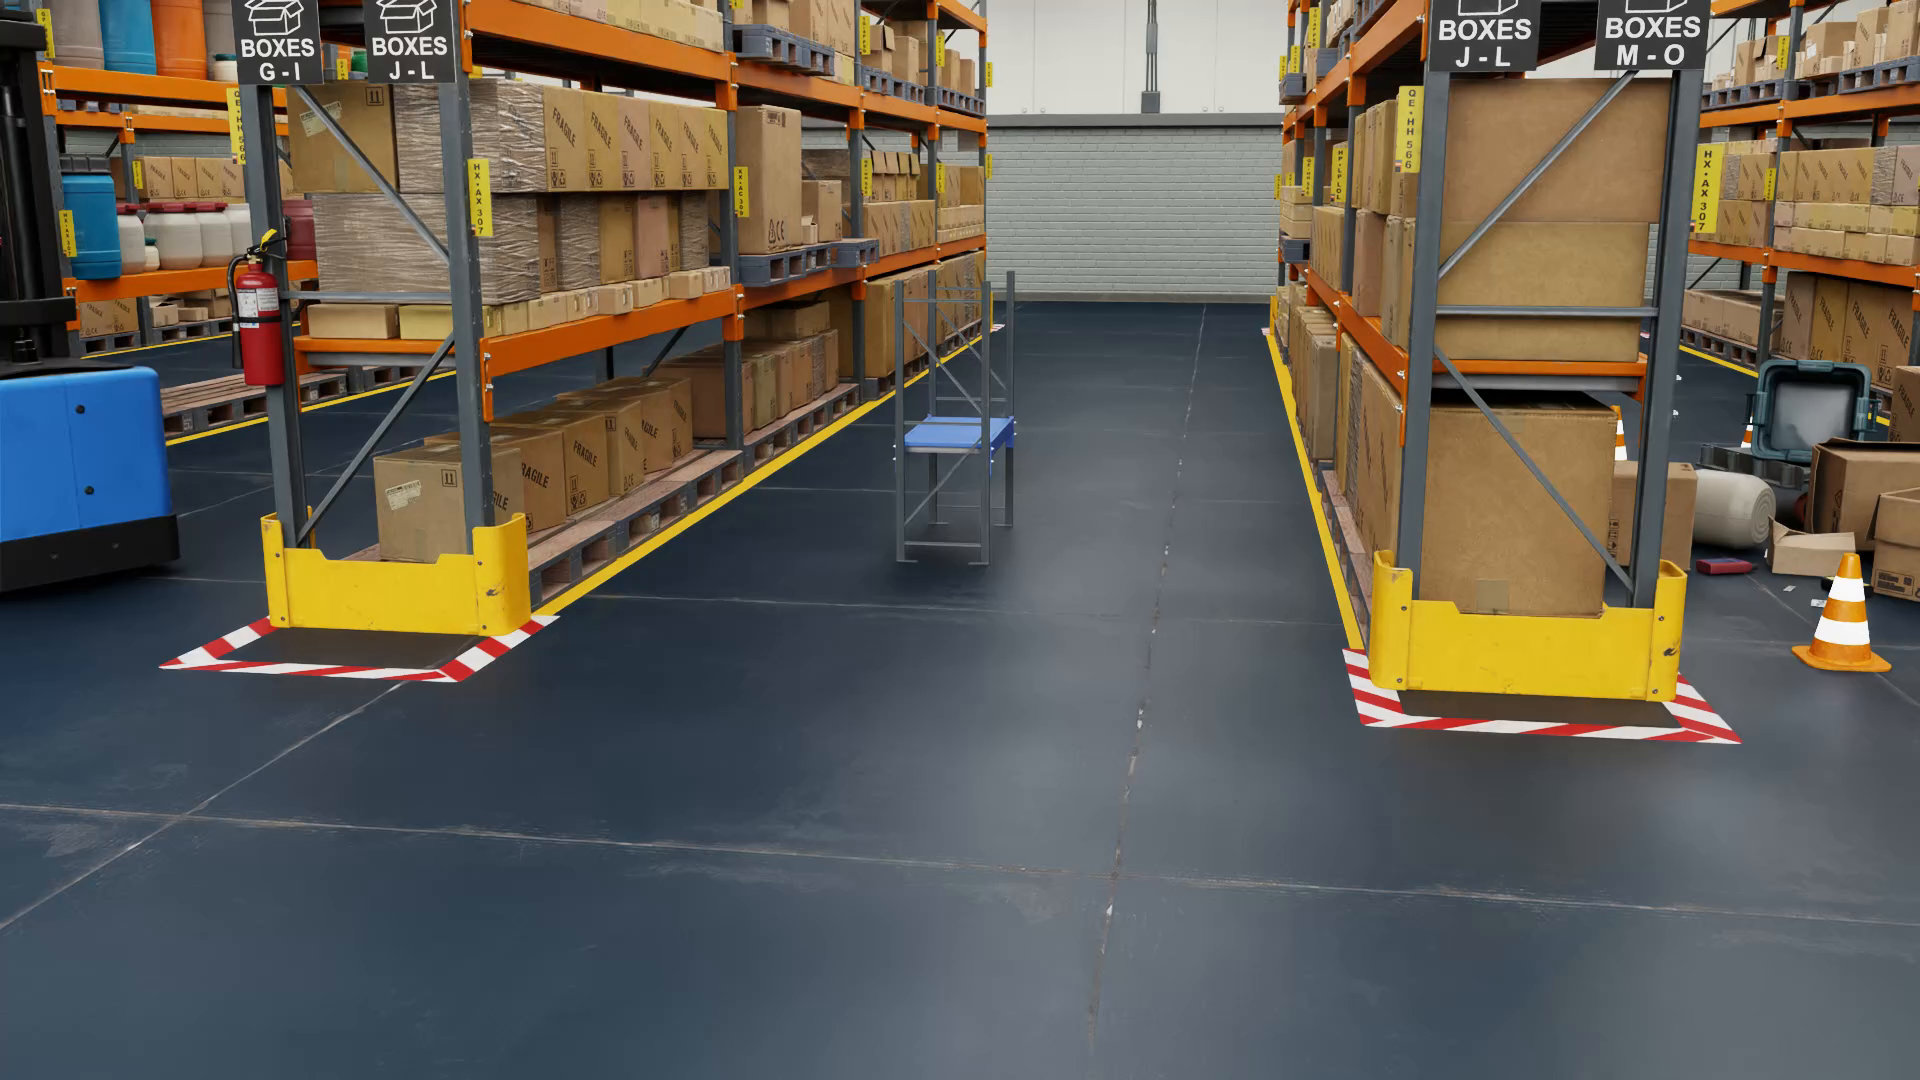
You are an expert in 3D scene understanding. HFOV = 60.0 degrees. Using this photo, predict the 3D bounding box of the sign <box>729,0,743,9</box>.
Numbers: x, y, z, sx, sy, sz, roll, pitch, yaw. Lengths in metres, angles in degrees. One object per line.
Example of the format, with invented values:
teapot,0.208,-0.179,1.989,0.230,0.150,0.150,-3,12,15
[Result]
sign,-1.454,-3.605,10.756,0.100,0.325,0.005,2,12,9

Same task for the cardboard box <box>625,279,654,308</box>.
cardboard box,-1.979,-1.413,9.528,0.380,0.149,0.250,2,12,9

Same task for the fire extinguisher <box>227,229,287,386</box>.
fire extinguisher,-3.080,-1.023,7.303,0.296,0.674,0.183,2,12,9

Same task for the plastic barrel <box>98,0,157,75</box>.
plastic barrel,-6.820,-4.159,13.363,0.600,0.901,0.708,2,12,9

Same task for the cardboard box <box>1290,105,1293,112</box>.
cardboard box,4.099,-5.099,19.270,0.500,0.250,0.500,2,12,8

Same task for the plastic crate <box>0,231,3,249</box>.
plastic crate,-7.113,-2.205,12.452,0.402,0.464,0.583,2,12,9

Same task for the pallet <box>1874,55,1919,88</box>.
pallet,8.462,-3.924,13.908,1.213,0.211,1.003,2,12,11

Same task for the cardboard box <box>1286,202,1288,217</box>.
cardboard box,3.332,-3.167,15.964,0.380,0.149,0.250,2,12,10

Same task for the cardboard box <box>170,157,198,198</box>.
cardboard box,-10.120,-4.623,21.216,0.500,0.500,0.500,1,12,7

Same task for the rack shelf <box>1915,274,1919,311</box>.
rack shelf,8.108,-1.646,11.718,1.077,0.370,4.000,2,12,9

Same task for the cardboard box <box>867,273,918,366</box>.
cardboard box,-1.105,-2.230,16.767,1.225,0.875,0.875,2,12,9

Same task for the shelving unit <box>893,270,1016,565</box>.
shelving unit,-0.013,-0.715,9.253,0.538,1.500,1.048,2,12,9

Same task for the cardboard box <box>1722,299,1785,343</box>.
cardboard box,9.371,-2.513,19.119,0.875,0.438,0.875,2,12,7

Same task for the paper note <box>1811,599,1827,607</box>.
paper note,4.191,0.302,8.025,0.144,0.017,0.142,7,14,28

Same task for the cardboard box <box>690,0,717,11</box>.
cardboard box,-1.756,-3.413,10.501,0.380,0.149,0.250,2,12,10

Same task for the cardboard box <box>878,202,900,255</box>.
cardboard box,-0.880,-3.090,16.476,0.500,0.500,0.500,2,12,8

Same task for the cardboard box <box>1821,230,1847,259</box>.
cardboard box,8.444,-2.772,15.594,0.500,0.250,0.500,2,12,8

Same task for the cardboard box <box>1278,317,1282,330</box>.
cardboard box,4.135,-2.668,20.521,0.380,0.149,0.250,1,12,6

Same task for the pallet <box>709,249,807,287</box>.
pallet,-1.730,-1.963,11.937,1.003,0.211,1.213,2,12,9

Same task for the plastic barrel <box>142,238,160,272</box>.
plastic barrel,-6.530,-2.266,13.215,0.301,0.262,0.301,0,12,0

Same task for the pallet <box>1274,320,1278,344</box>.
pallet,4.568,-2.672,21.389,1.003,0.211,1.213,2,12,9

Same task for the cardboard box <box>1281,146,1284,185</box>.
cardboard box,4.408,-4.817,21.407,0.500,0.500,0.500,2,12,8

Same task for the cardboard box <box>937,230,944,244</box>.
cardboard box,-0.387,-3.496,19.190,0.380,0.149,0.250,2,12,9

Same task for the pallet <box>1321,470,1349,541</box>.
pallet,2.700,-0.202,9.928,1.003,0.211,1.213,2,12,9

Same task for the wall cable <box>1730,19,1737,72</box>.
wall cable,10.985,-8.180,26.091,2.355,3.000,0.029,2,12,9

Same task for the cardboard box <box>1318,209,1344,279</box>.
cardboard box,2.941,-2.203,12.358,0.500,0.500,0.500,2,12,8

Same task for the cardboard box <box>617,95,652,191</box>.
cardboard box,-2.022,-2.171,9.129,0.500,0.500,0.500,2,12,9

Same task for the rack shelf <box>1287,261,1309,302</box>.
rack shelf,3.817,-2.618,16.228,1.077,0.370,4.000,2,12,9

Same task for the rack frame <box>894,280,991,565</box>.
rack frame,-0.091,-0.610,8.762,0.500,1.500,0.032,2,12,9

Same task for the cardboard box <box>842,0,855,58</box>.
cardboard box,-1.202,-4.387,14.186,0.500,0.500,0.500,2,12,10

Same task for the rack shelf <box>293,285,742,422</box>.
rack shelf,-2.299,-1.134,9.344,1.077,0.370,4.000,2,12,9

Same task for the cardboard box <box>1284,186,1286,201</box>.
cardboard box,3.451,-3.475,16.687,0.380,0.149,0.250,2,12,8

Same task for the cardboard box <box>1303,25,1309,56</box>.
cardboard box,3.757,-4.791,16.241,0.797,0.503,0.637,2,12,8

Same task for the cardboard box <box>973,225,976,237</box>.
cardboard box,0.007,-4.034,21.689,0.380,0.149,0.250,2,12,10

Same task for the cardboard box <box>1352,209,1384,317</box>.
cardboard box,2.588,-1.493,8.944,0.875,0.550,0.550,2,12,9

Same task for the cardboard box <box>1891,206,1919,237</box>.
cardboard box,8.239,-2.694,14.043,0.500,0.250,0.500,2,12,8

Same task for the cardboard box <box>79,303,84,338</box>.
cardboard box,-10.503,-2.563,19.157,0.500,0.500,0.500,2,12,9

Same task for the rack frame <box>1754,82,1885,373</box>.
rack frame,9.031,-3.247,17.438,1.000,3.000,0.127,2,12,9

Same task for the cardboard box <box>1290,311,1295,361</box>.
cardboard box,3.669,-2.114,17.118,0.500,0.500,0.500,2,12,11

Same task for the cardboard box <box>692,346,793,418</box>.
cardboard box,-1.698,-1.238,13.006,0.700,0.500,0.500,1,12,4

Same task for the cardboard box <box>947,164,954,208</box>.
cardboard box,-0.351,-4.200,19.732,0.500,0.500,0.500,2,12,9

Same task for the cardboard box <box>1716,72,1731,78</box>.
cardboard box,9.666,-5.630,20.498,0.500,0.250,0.500,1,12,3

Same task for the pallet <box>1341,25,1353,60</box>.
pallet,2.986,-3.286,10.954,0.805,0.209,1.217,1,12,6

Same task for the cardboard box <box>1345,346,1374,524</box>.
cardboard box,2.593,-0.571,9.068,0.875,0.875,0.875,2,12,9

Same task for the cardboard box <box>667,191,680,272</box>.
cardboard box,-2.233,-1.902,10.255,0.875,0.500,0.500,2,12,9

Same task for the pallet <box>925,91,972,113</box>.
pallet,-0.435,-5.414,20.585,1.003,0.211,1.213,2,12,9

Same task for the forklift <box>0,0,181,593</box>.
forklift,-5.565,-1.371,8.897,3.031,2.935,1.130,9,15,36

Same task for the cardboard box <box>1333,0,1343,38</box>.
cardboard box,3.025,-3.875,12.213,0.500,0.311,0.500,2,12,8

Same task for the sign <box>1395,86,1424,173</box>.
sign,1.745,-1.590,6.441,0.100,0.325,0.005,2,12,9

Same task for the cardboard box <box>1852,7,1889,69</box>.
cardboard box,8.400,-4.511,14.949,0.500,0.500,0.500,2,12,9

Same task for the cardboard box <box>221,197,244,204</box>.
cardboard box,-9.970,-4.352,22.331,0.500,0.500,0.500,2,12,8

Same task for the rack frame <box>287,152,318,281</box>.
rack frame,-9.934,-4.722,24.284,1.000,3.000,0.127,2,12,9

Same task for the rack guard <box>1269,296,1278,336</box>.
rack guard,4.728,-2.981,22.138,1.175,0.500,0.348,2,12,9

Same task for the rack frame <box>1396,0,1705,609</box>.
rack frame,2.279,-0.888,6.493,1.000,3.000,0.127,2,12,9

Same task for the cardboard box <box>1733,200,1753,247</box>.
cardboard box,8.923,-3.508,18.412,0.500,0.500,0.500,2,12,7

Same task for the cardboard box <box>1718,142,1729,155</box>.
cardboard box,9.038,-4.548,19.324,0.380,0.149,0.250,2,12,7

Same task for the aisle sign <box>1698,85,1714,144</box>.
aisle sign,9.371,-5.374,21.141,0.394,0.787,0.004,2,12,9
